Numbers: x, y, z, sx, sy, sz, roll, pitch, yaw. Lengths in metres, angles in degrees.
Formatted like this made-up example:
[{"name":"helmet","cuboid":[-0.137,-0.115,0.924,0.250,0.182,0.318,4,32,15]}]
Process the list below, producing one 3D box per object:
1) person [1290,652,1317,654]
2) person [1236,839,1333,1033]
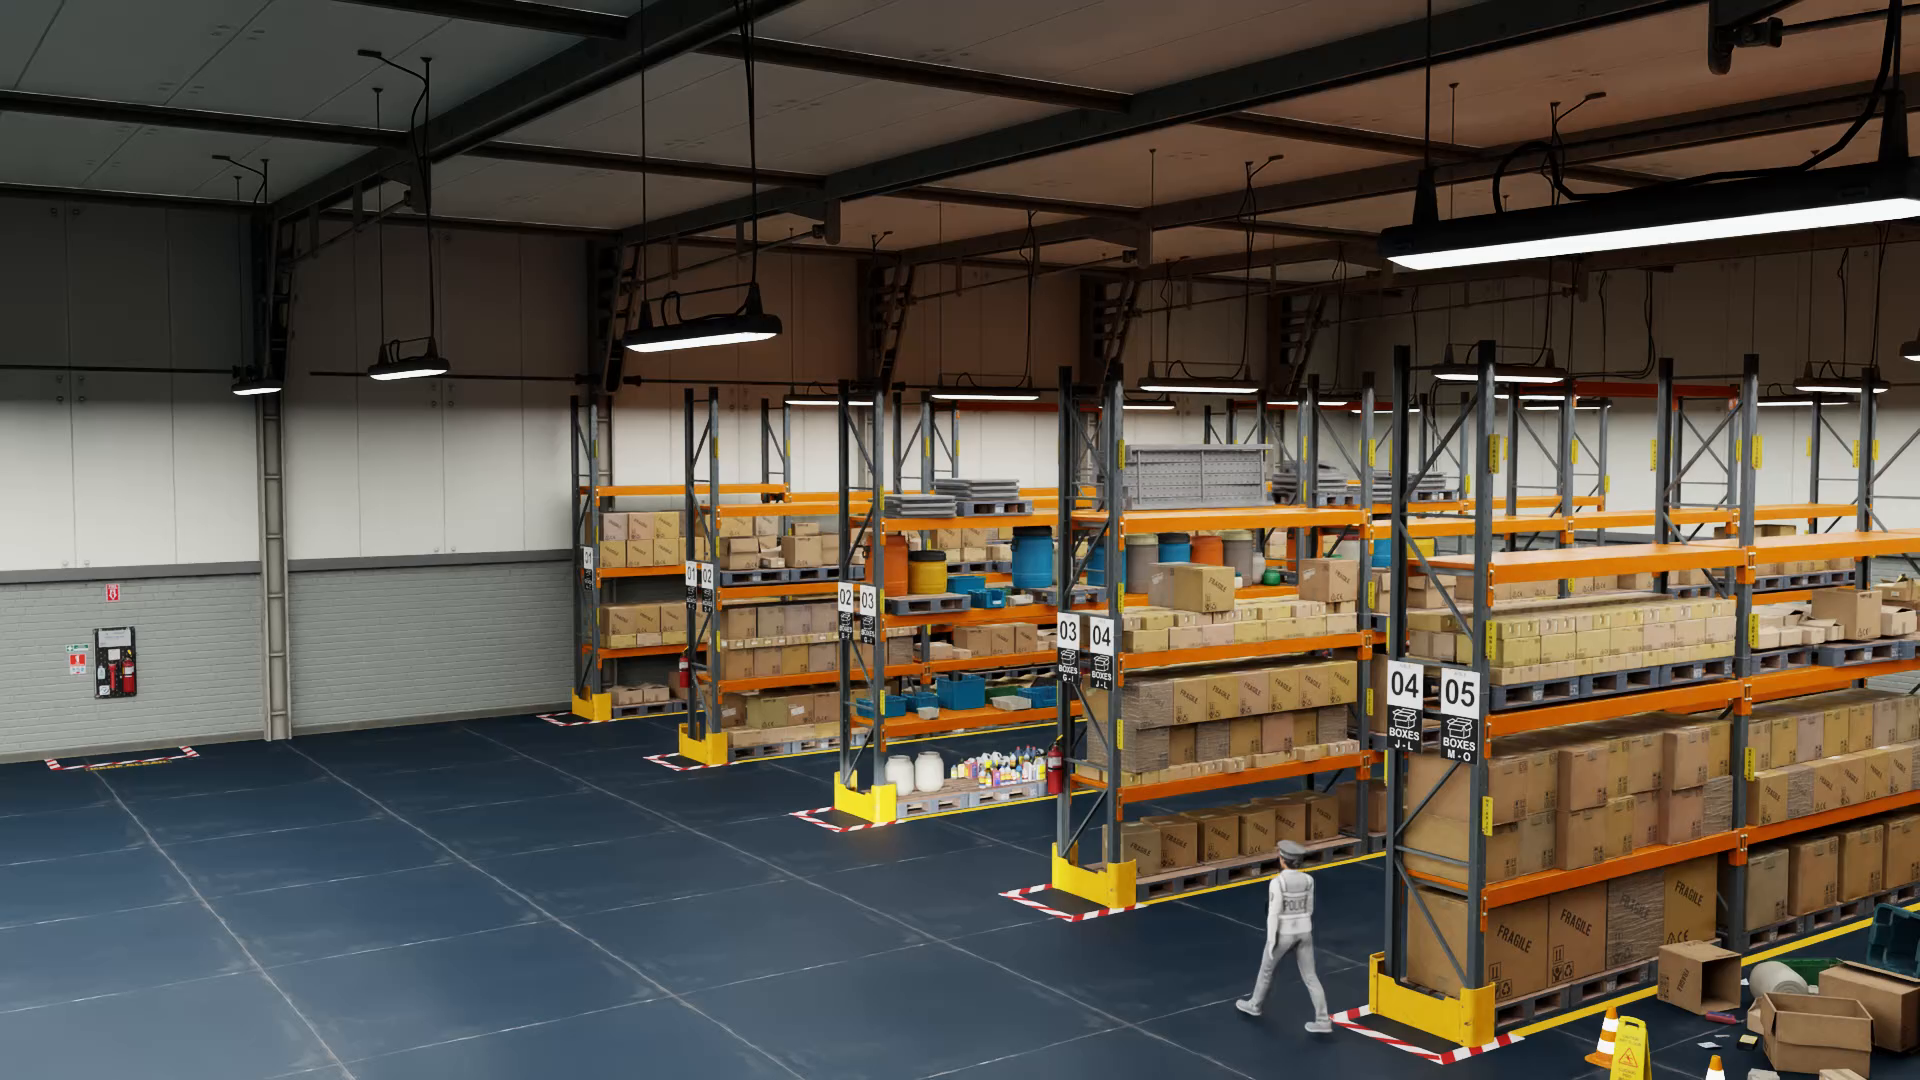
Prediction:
[{"name":"person","cuboid":[6.688,2.427,32.618,1.169,1.518,0.666,-3,4,-37]},{"name":"person","cuboid":[2.885,3.452,14.641,0.499,1.608,1.018,-2,4,-24]}]
